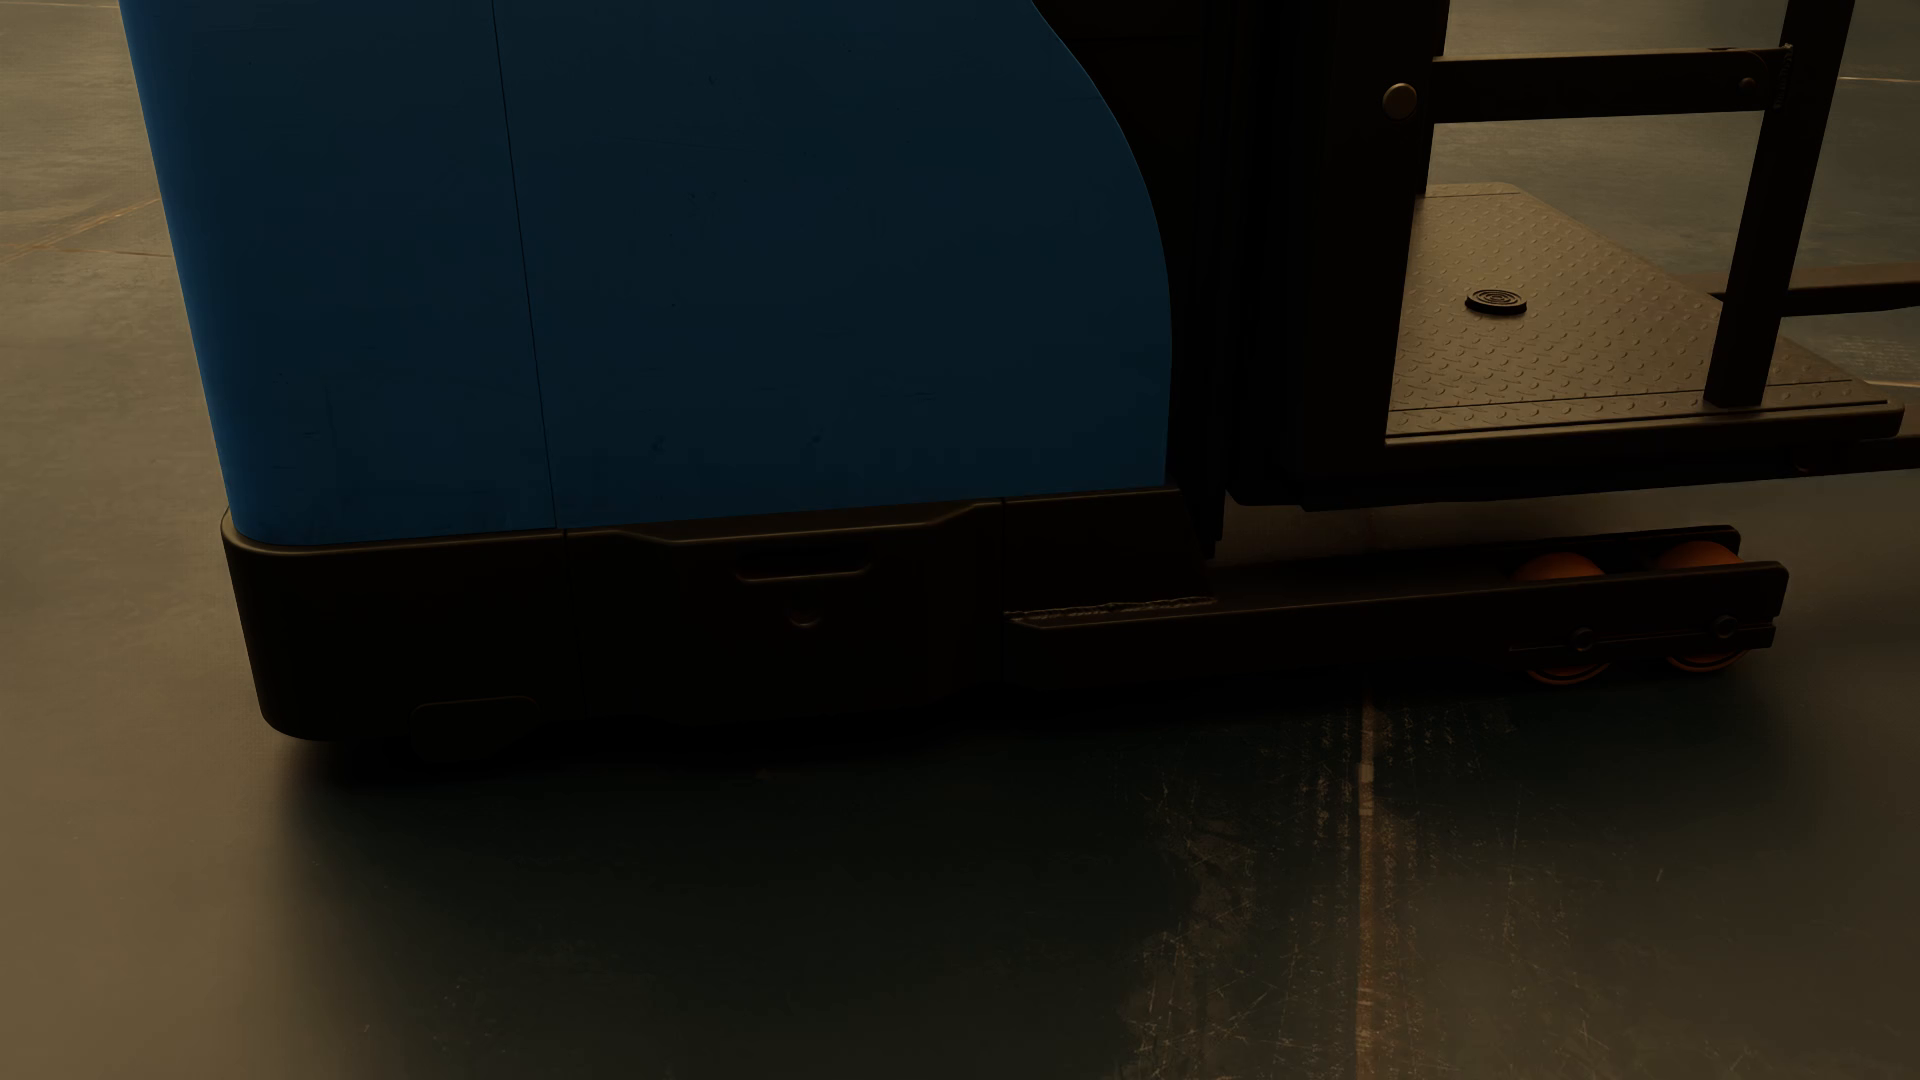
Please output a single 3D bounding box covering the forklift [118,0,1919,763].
[{"bbox_3d":[0.600,-1.354,1.930,3.031,2.935,1.130,-4,27,-9],"label":"forklift"}]
